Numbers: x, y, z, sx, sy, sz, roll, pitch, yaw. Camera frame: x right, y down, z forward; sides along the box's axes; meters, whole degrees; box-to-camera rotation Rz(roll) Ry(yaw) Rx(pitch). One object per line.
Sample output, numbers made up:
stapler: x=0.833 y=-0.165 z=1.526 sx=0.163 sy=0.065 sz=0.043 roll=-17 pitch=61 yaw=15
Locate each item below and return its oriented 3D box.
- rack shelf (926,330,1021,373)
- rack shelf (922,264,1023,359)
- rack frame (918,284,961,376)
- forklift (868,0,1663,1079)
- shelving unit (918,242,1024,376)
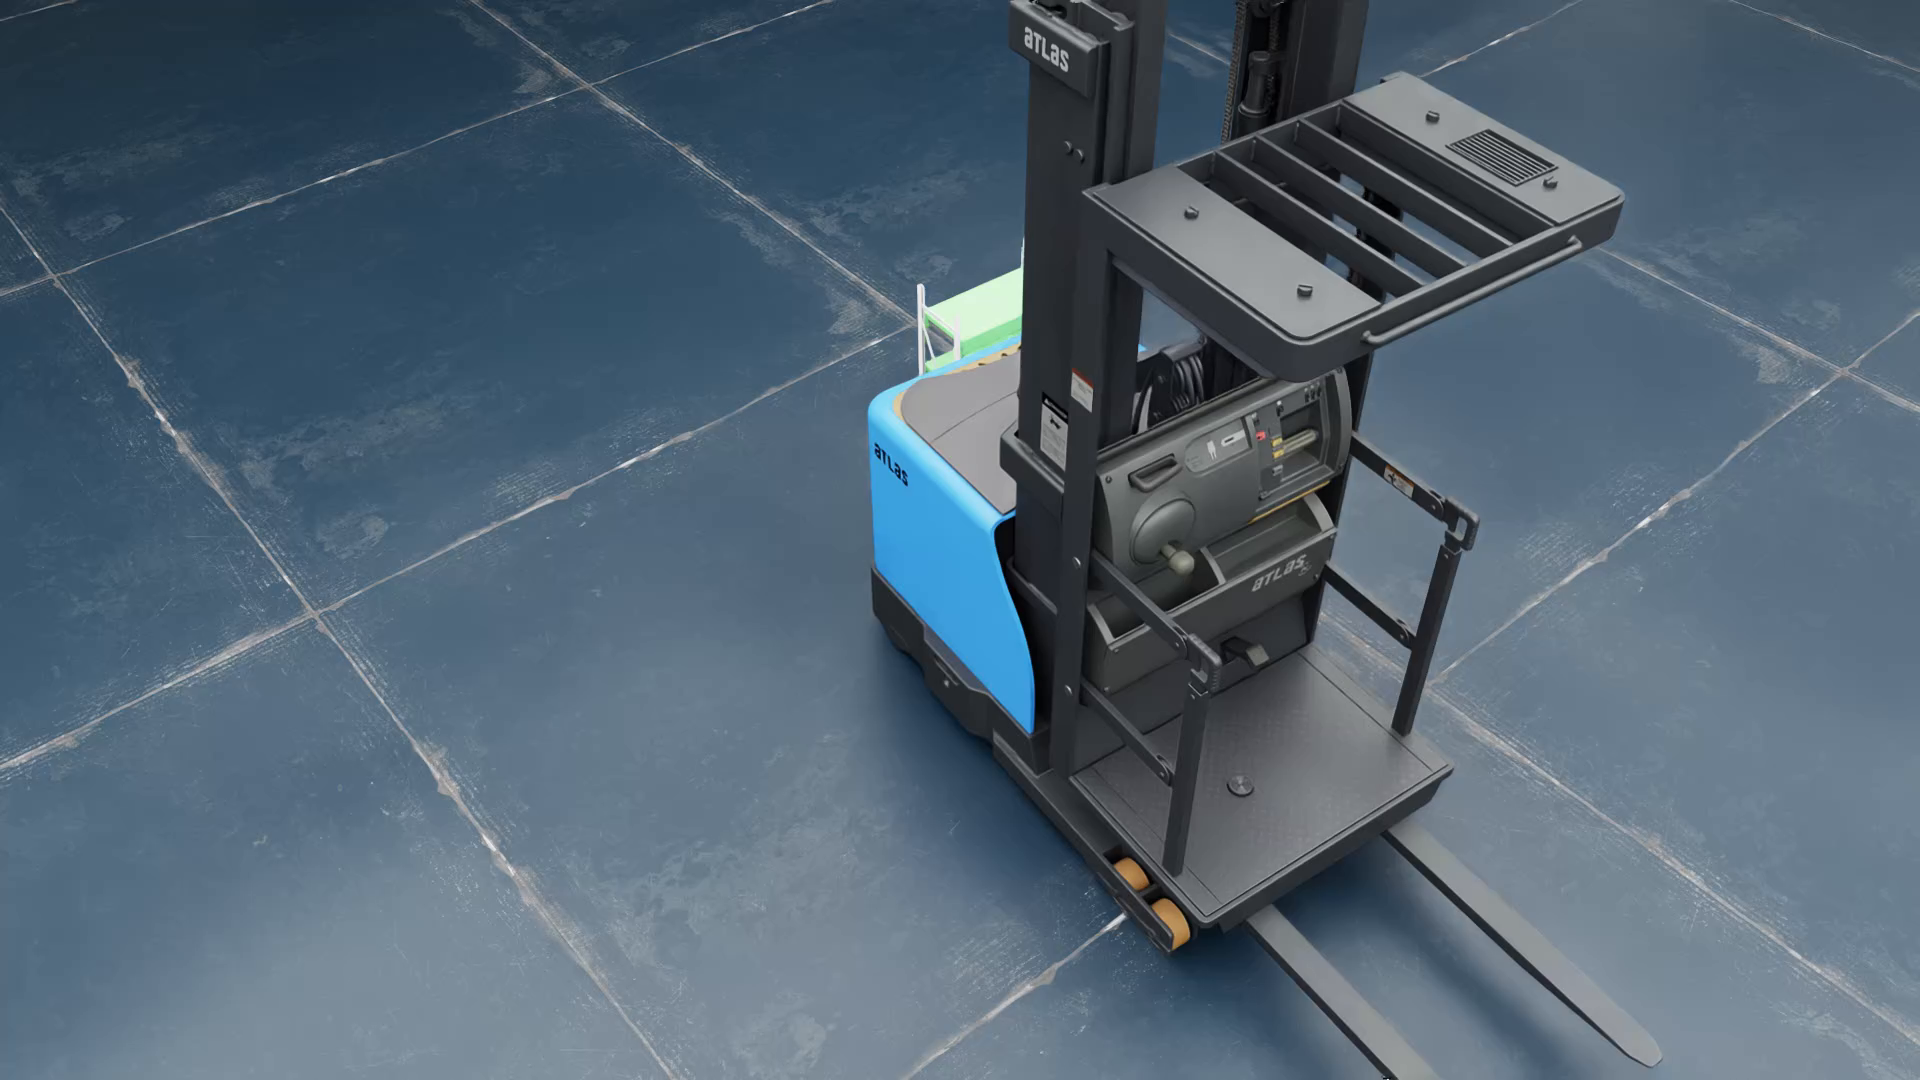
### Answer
rack shelf: x=0.120 y=-0.645 z=6.303 sx=0.480 sy=0.148 sz=0.258 roll=-27 pitch=50 yaw=-26
rack shelf: x=0.120 y=-0.820 z=6.139 sx=0.480 sy=0.148 sz=0.258 roll=-27 pitch=50 yaw=-26
rack frame: x=-0.074 y=-0.415 z=6.316 sx=0.015 sy=1.200 sz=0.240 roll=-27 pitch=50 yaw=-26
forklift: x=0.913 y=-0.130 z=4.747 sx=1.130 sy=2.935 sz=3.031 roll=-25 pitch=49 yaw=-24
shelving unit: x=0.120 y=-0.516 z=6.423 sx=0.503 sy=1.200 sz=0.258 roll=-27 pitch=50 yaw=-26
